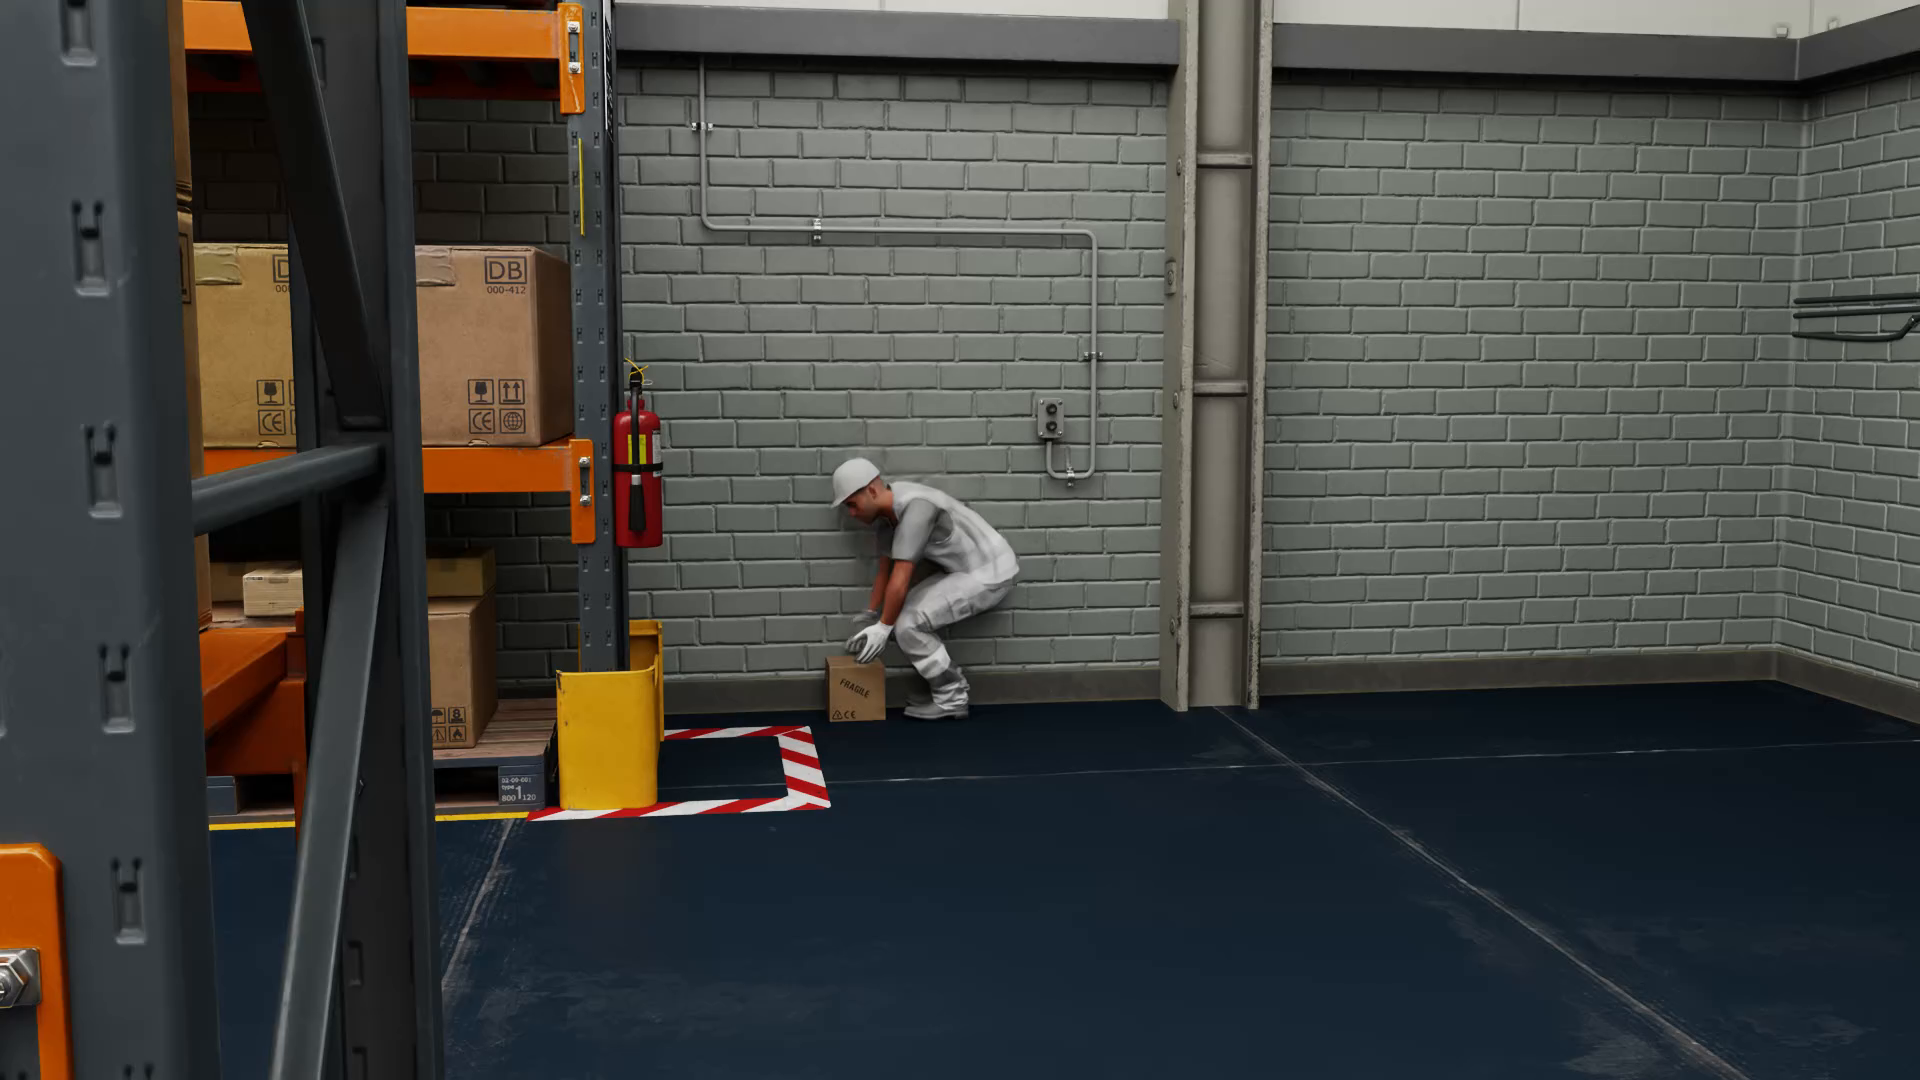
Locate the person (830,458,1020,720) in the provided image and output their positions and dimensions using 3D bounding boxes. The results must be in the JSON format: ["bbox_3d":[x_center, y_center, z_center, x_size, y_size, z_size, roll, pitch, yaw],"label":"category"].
[{"bbox_3d":[-0.156,0.214,7.471,0.852,1.172,0.584,-1,6,-8],"label":"person"}]
